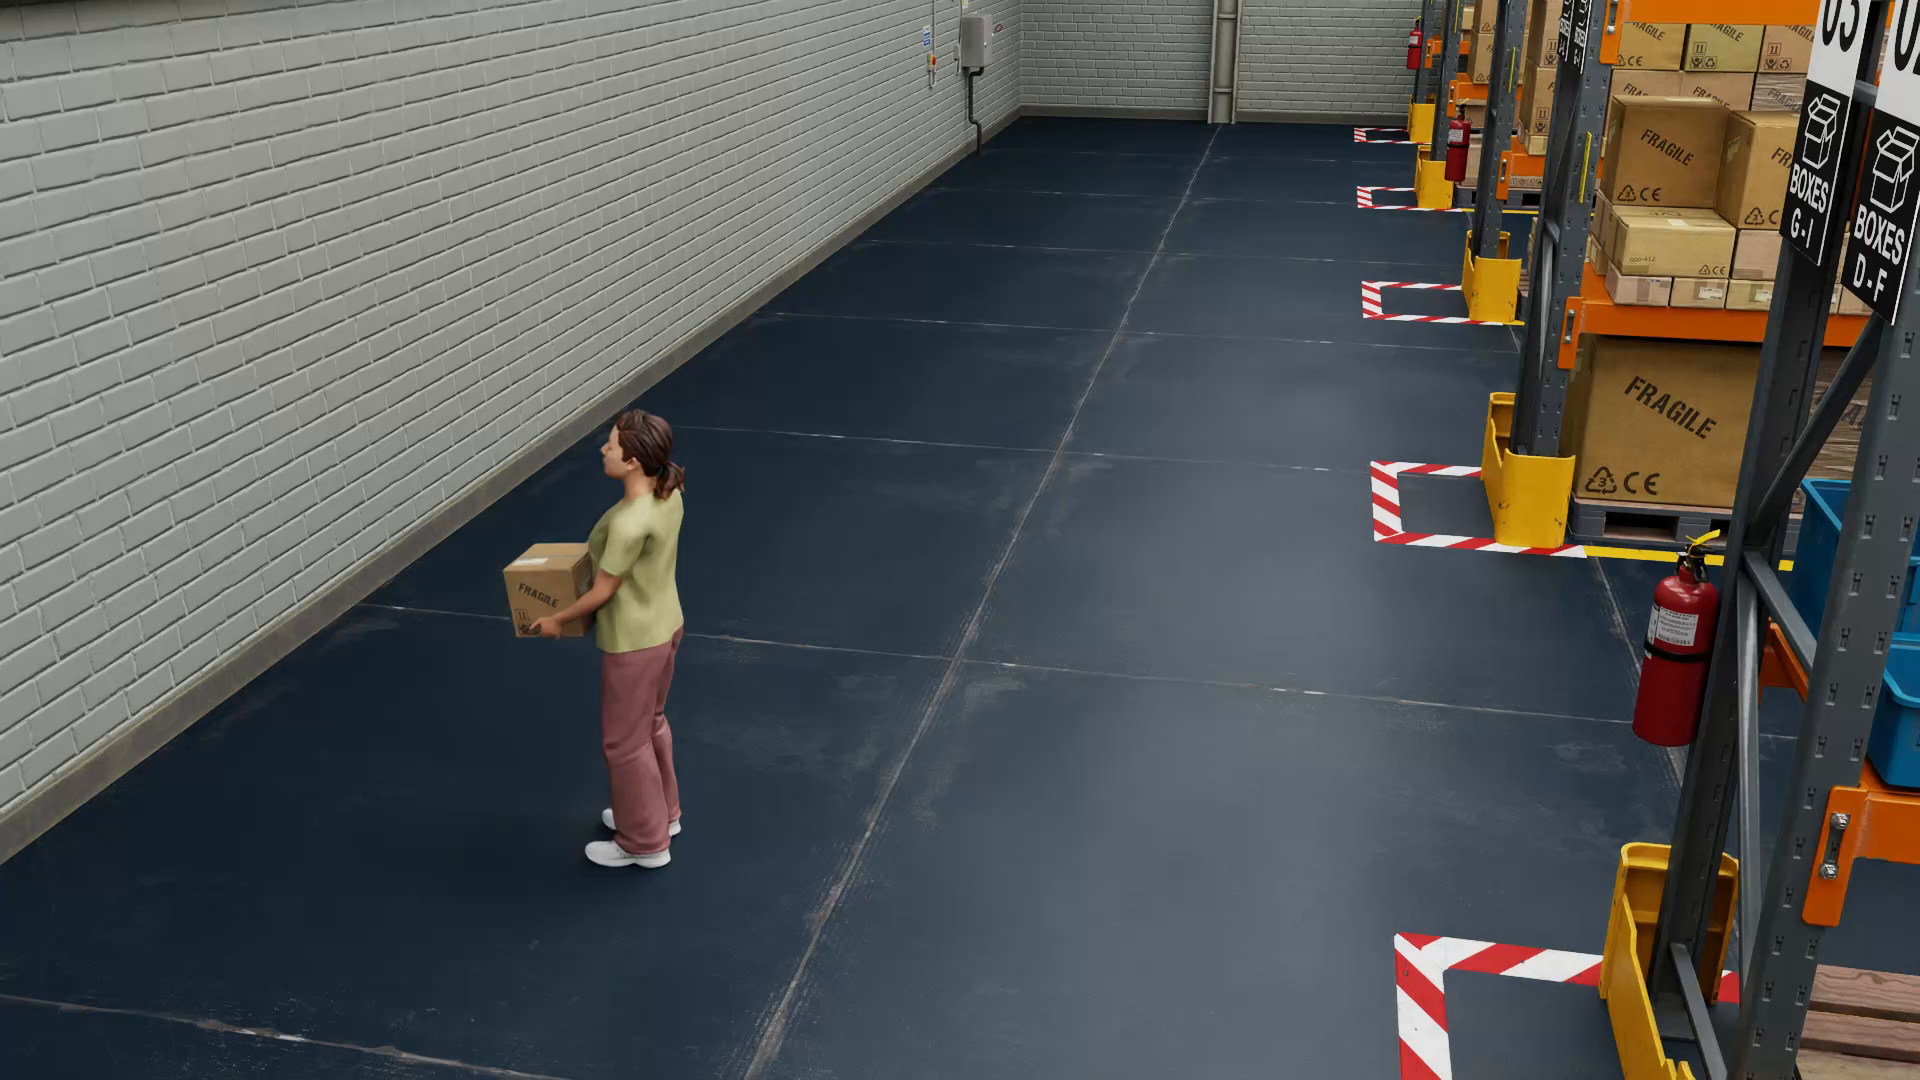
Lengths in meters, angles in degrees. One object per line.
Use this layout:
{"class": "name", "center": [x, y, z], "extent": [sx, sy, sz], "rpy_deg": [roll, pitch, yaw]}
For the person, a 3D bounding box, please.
{"class": "person", "center": [-1.168, 0.347, 5.717], "extent": [0.546, 1.671, 0.435], "rpy_deg": [3, 22, 8]}
